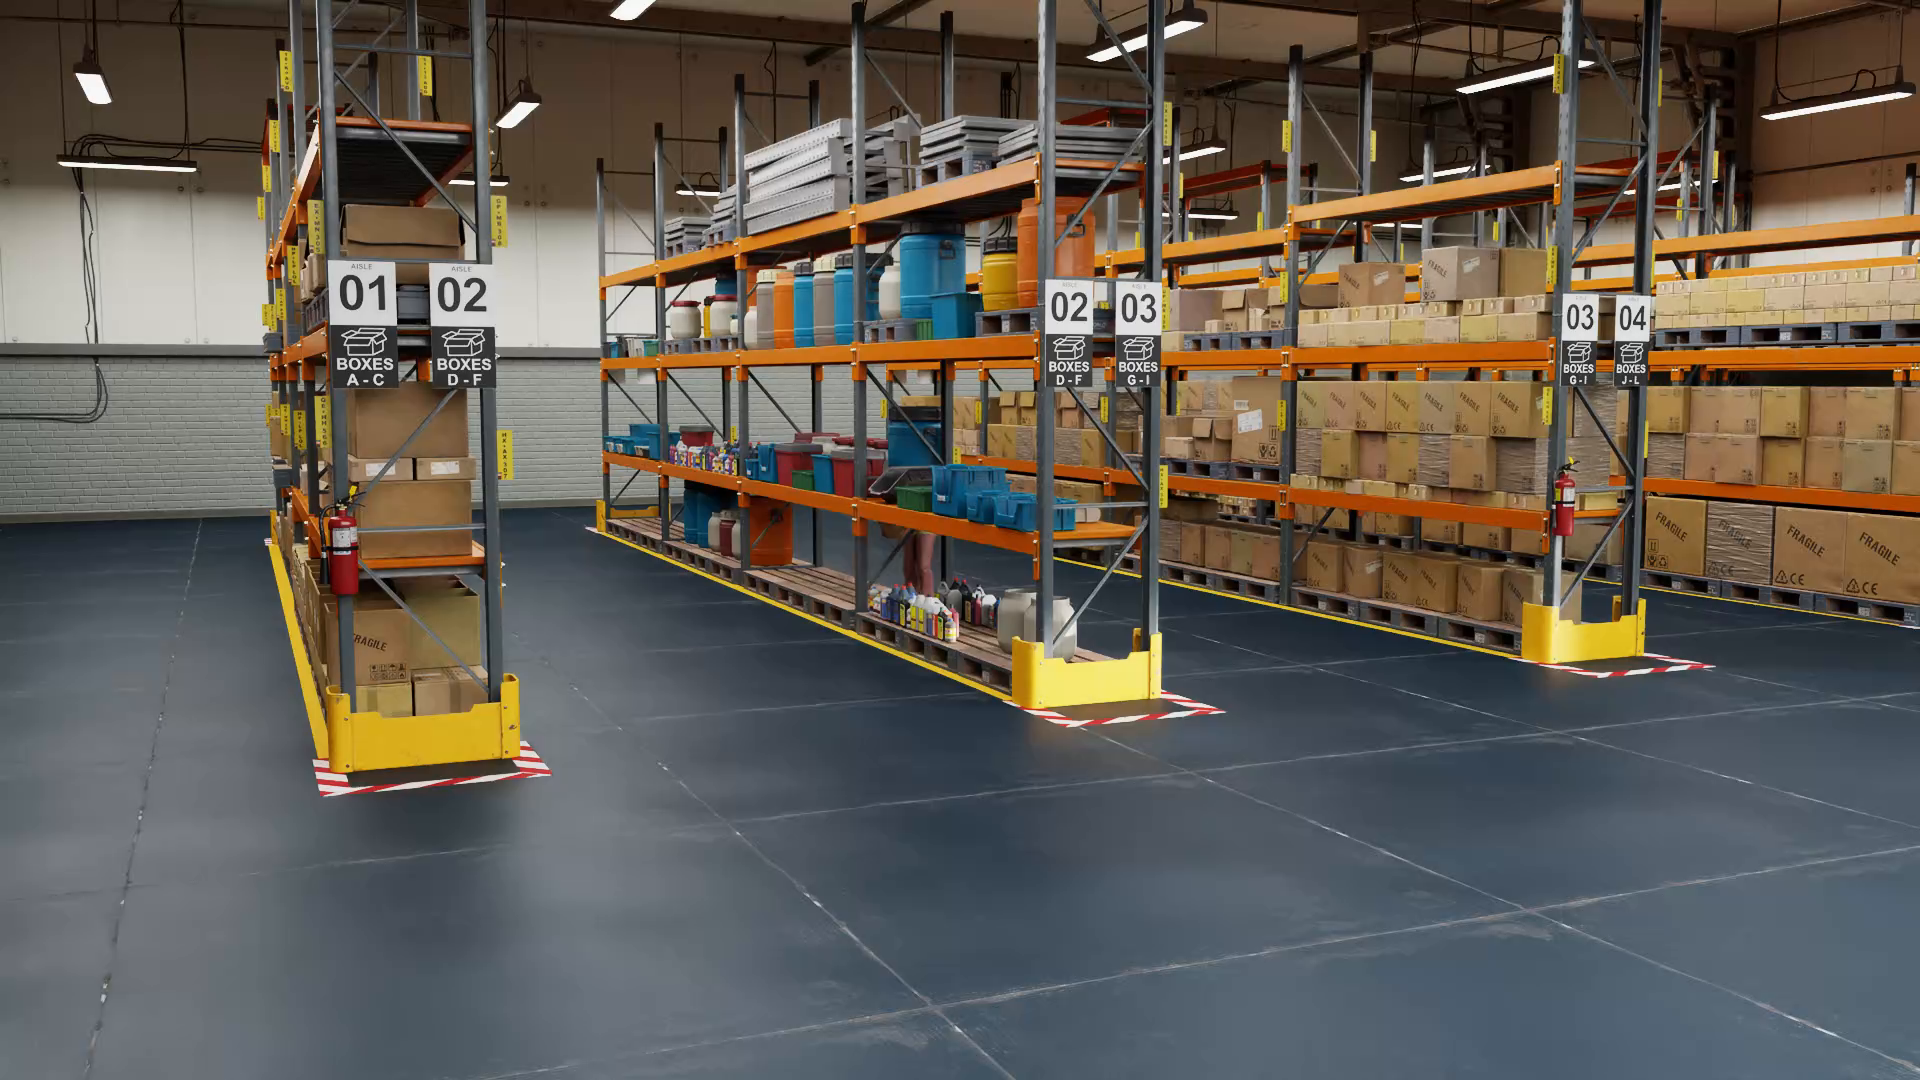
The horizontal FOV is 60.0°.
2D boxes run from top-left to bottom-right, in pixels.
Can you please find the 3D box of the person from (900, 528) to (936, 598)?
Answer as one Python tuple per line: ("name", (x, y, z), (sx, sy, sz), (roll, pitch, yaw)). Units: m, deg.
("person", (-0.503, -0.044, 17.504), (0.530, 1.666, 0.409), (-5, 7, -40))
